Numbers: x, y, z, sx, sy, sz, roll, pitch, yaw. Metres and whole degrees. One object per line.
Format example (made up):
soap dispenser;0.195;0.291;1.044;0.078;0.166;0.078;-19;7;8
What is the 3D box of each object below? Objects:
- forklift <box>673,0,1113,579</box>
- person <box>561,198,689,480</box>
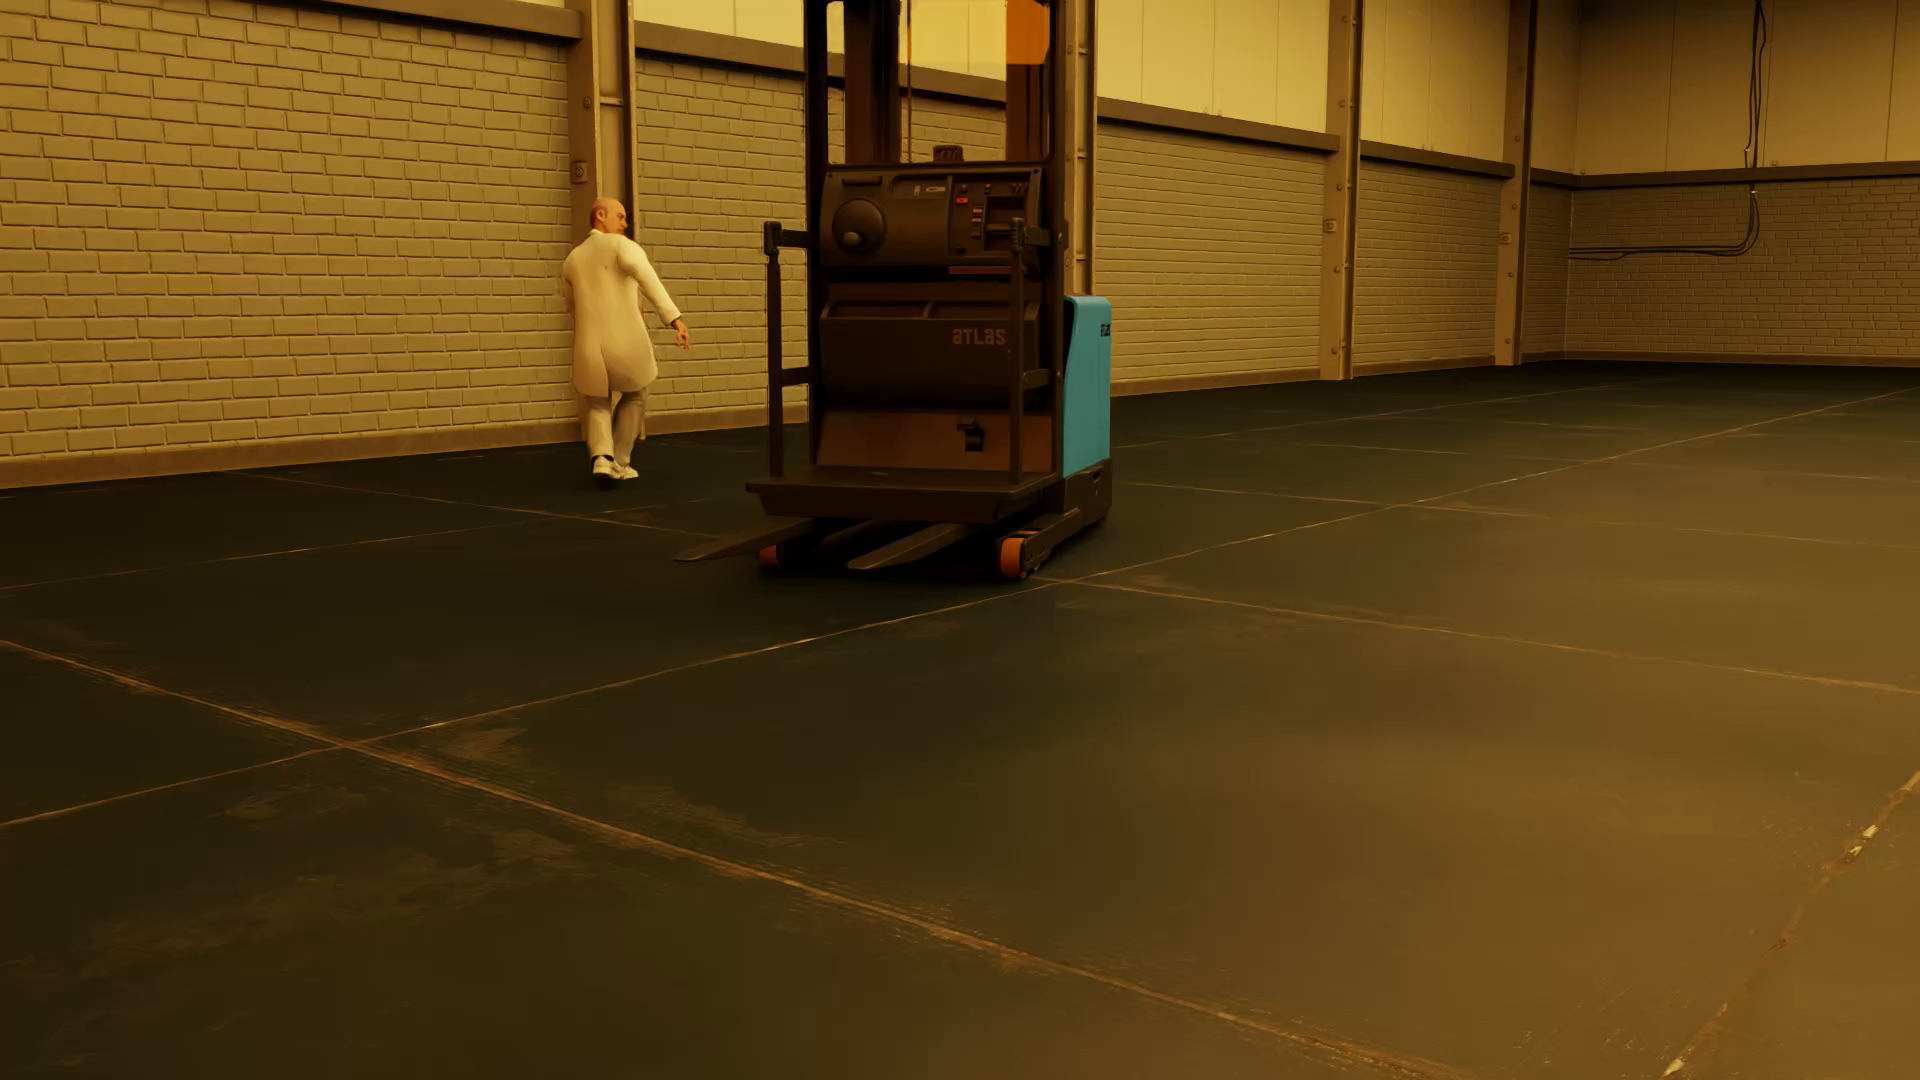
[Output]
forklift;-0.183;-1.362;6.593;1.130;2.935;3.031;3;9;17
person;-1.901;-1.138;9.614;0.884;1.656;0.897;2;9;13
